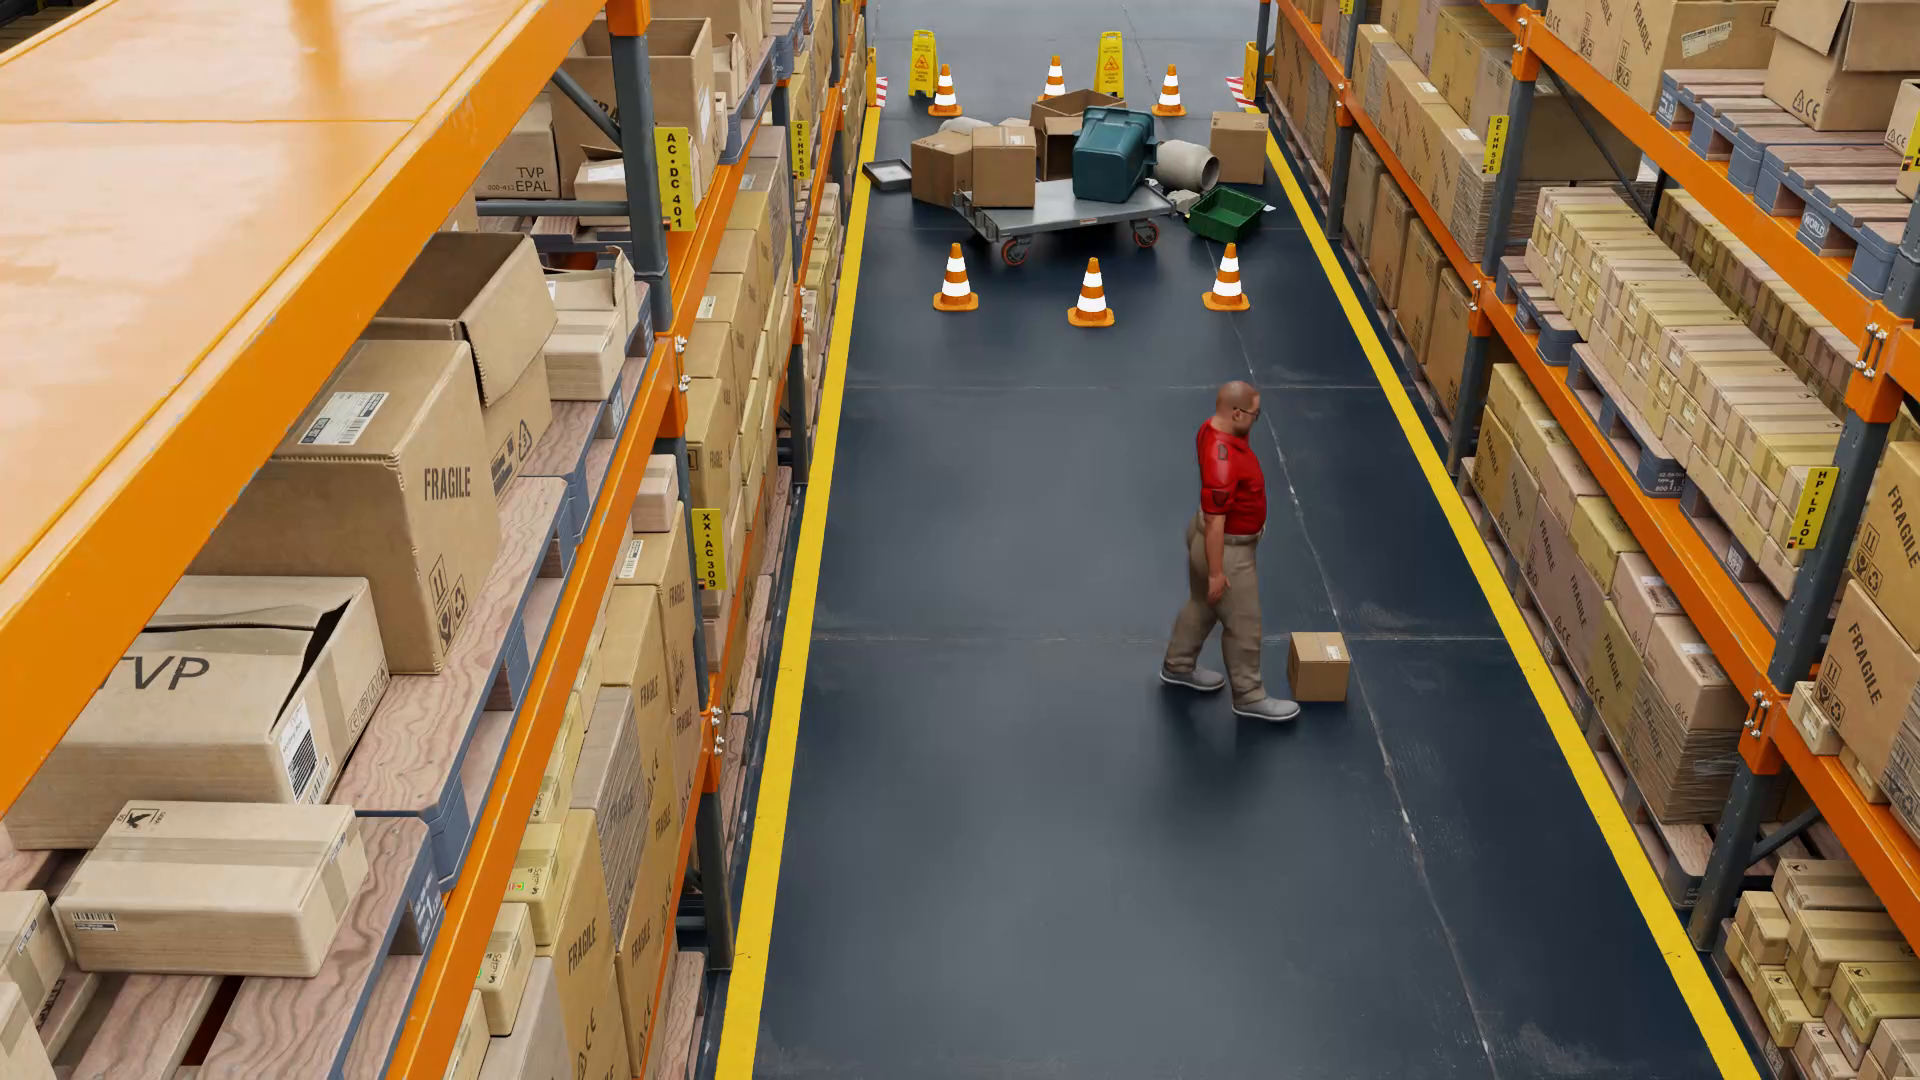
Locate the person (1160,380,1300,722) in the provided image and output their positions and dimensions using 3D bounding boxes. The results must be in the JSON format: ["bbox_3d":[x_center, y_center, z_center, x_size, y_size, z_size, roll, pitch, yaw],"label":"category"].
[{"bbox_3d":[1.340,0.040,7.860,0.668,1.716,0.559,2,31,4],"label":"person"}]
